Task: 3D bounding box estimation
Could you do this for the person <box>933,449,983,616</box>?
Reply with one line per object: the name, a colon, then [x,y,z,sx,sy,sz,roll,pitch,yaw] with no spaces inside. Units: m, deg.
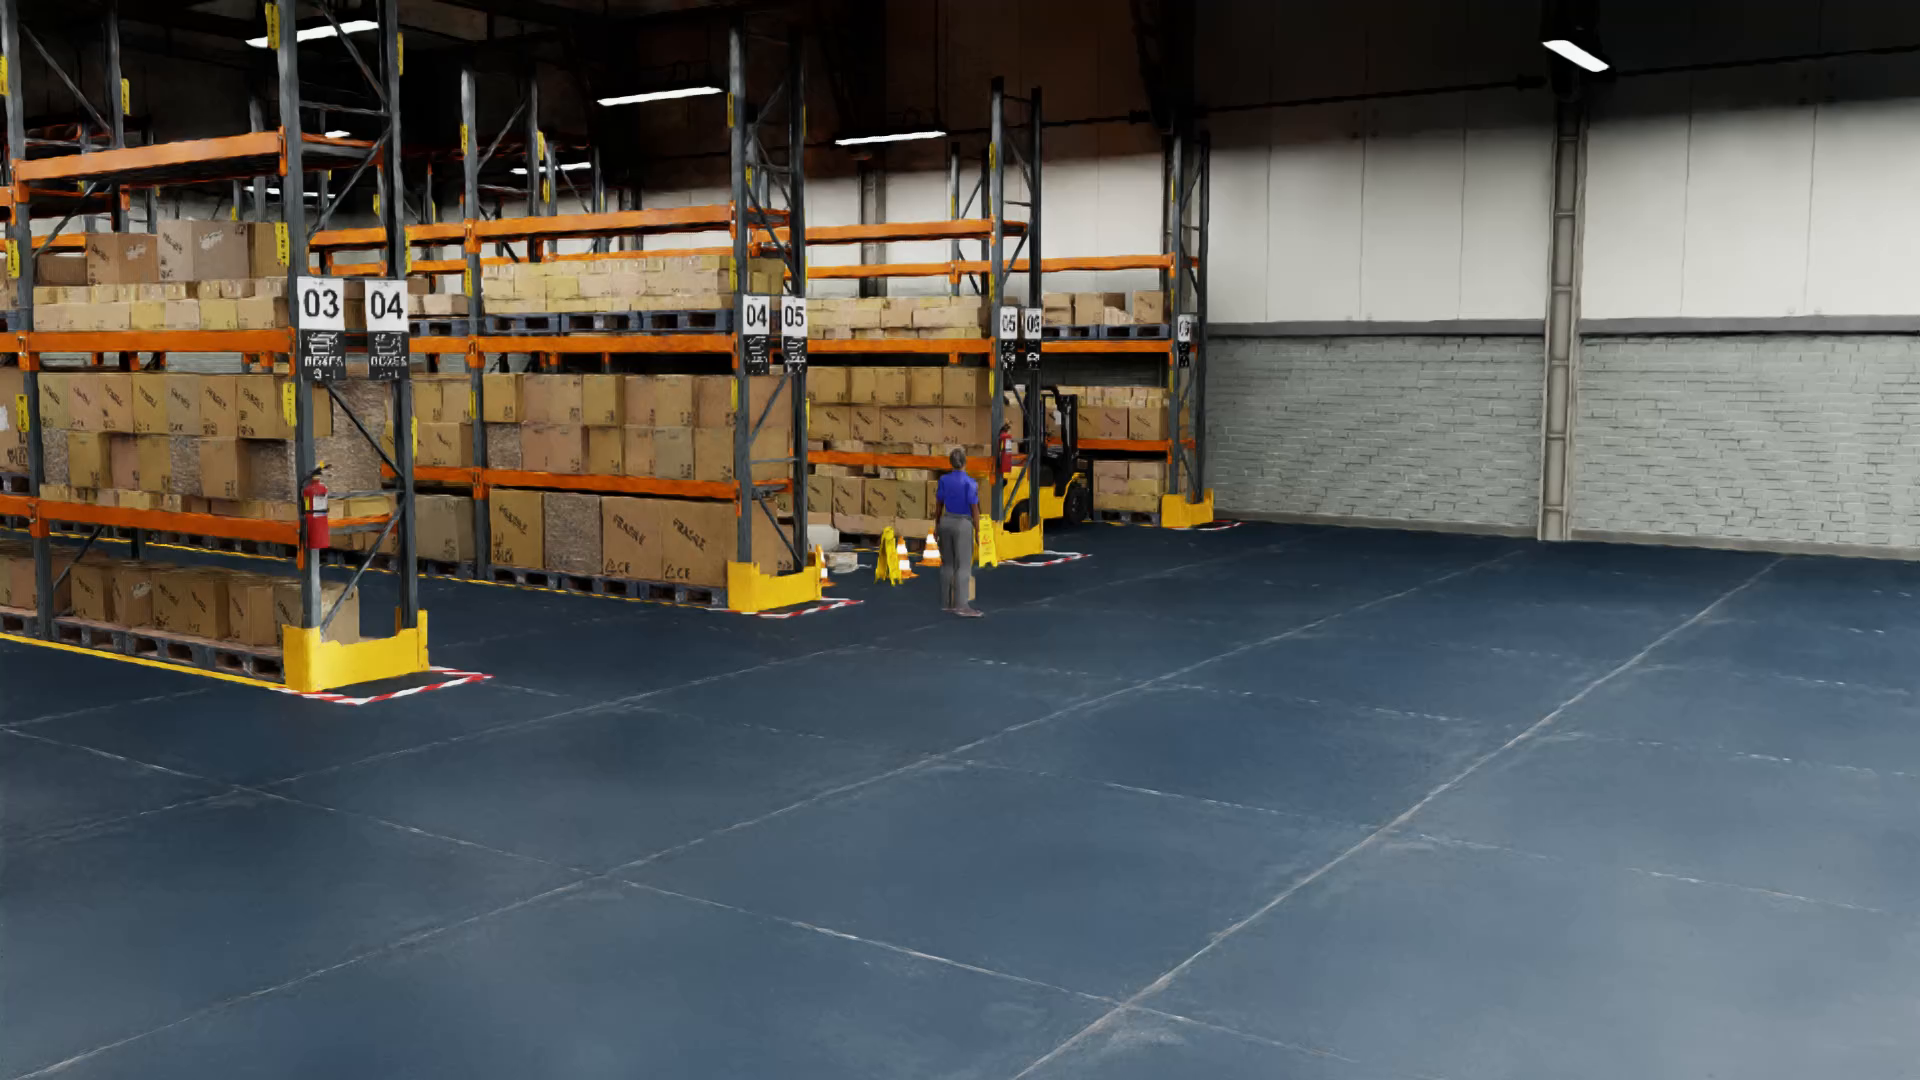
person: [-0.028,-0.085,16.637,0.605,1.662,0.430,4,8,31]
